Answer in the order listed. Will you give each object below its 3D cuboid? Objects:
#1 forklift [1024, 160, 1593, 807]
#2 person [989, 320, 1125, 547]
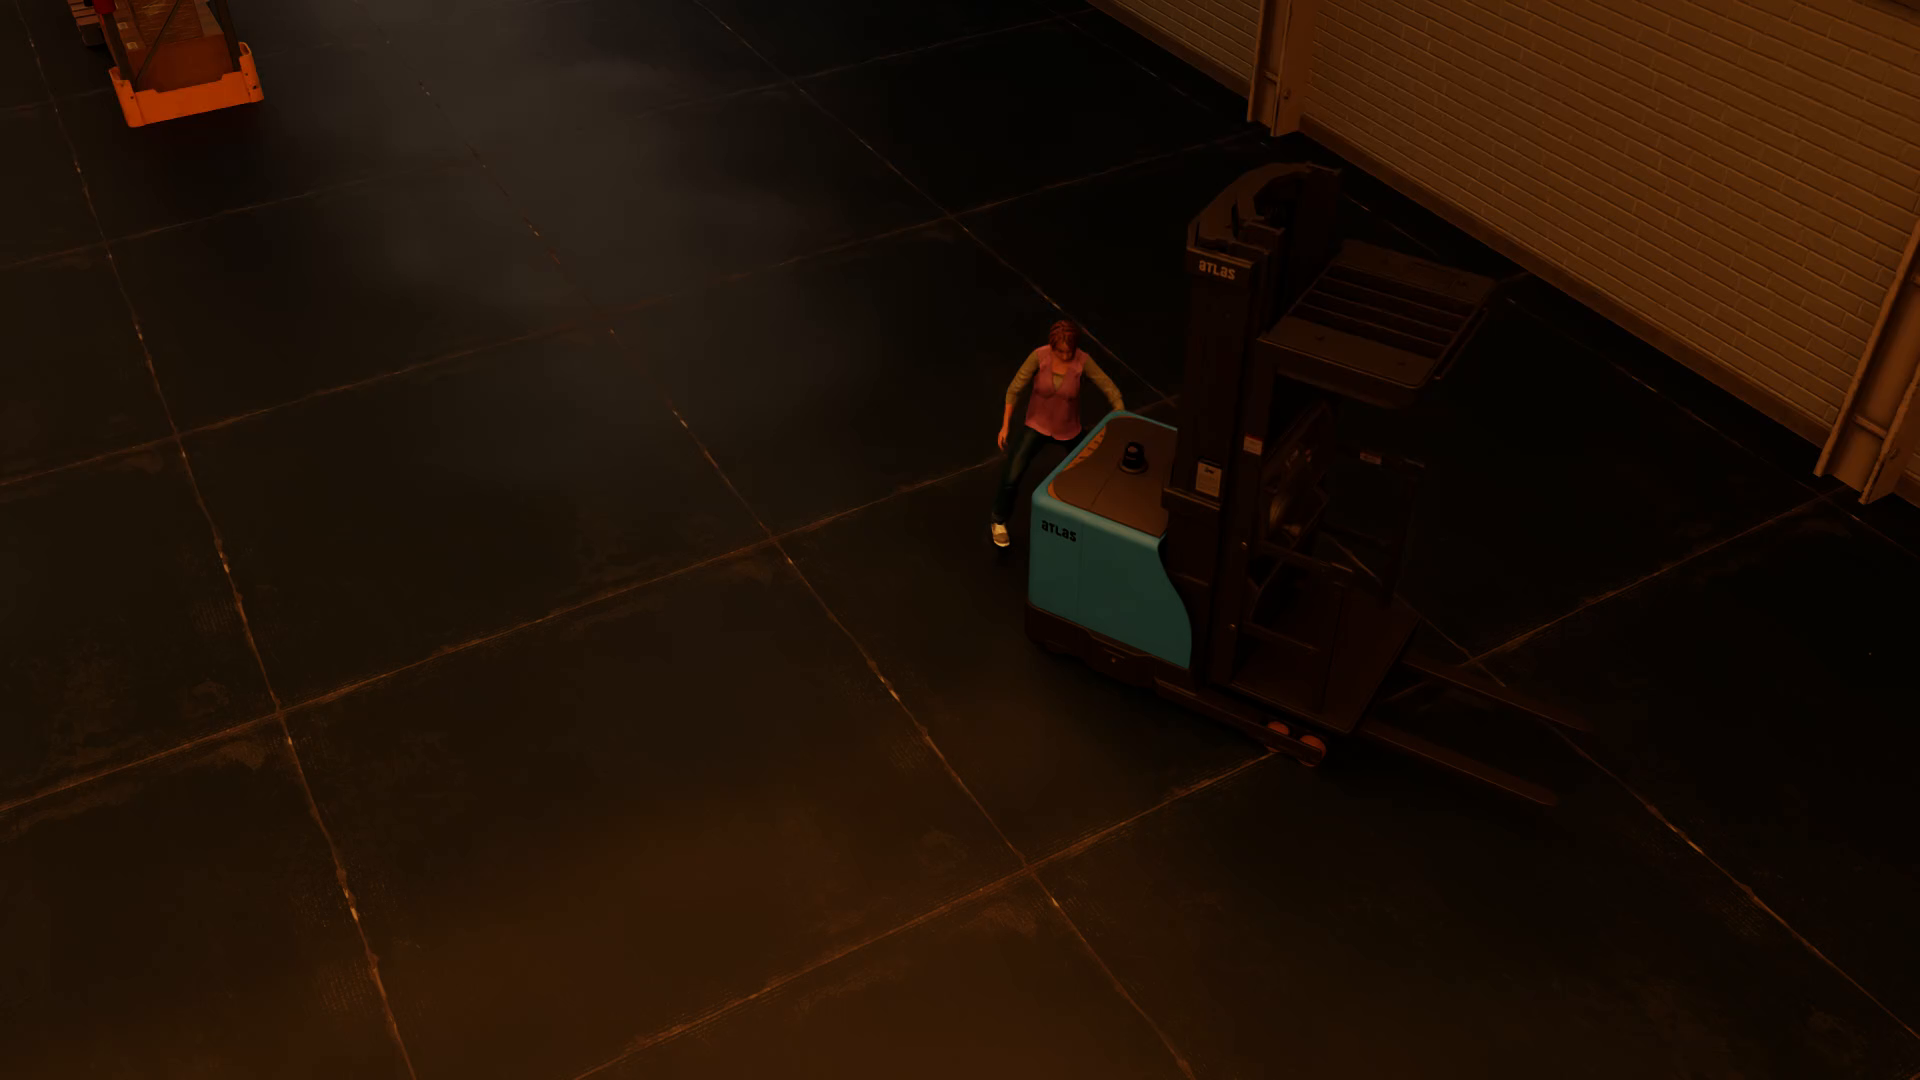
[{"bbox_3d":[1.892,-0.310,8.410,3.031,2.935,1.130,22,44,24],"label":"forklift"},{"bbox_3d":[0.617,-0.669,10.034,0.848,1.470,0.731,3,40,3],"label":"person"}]
